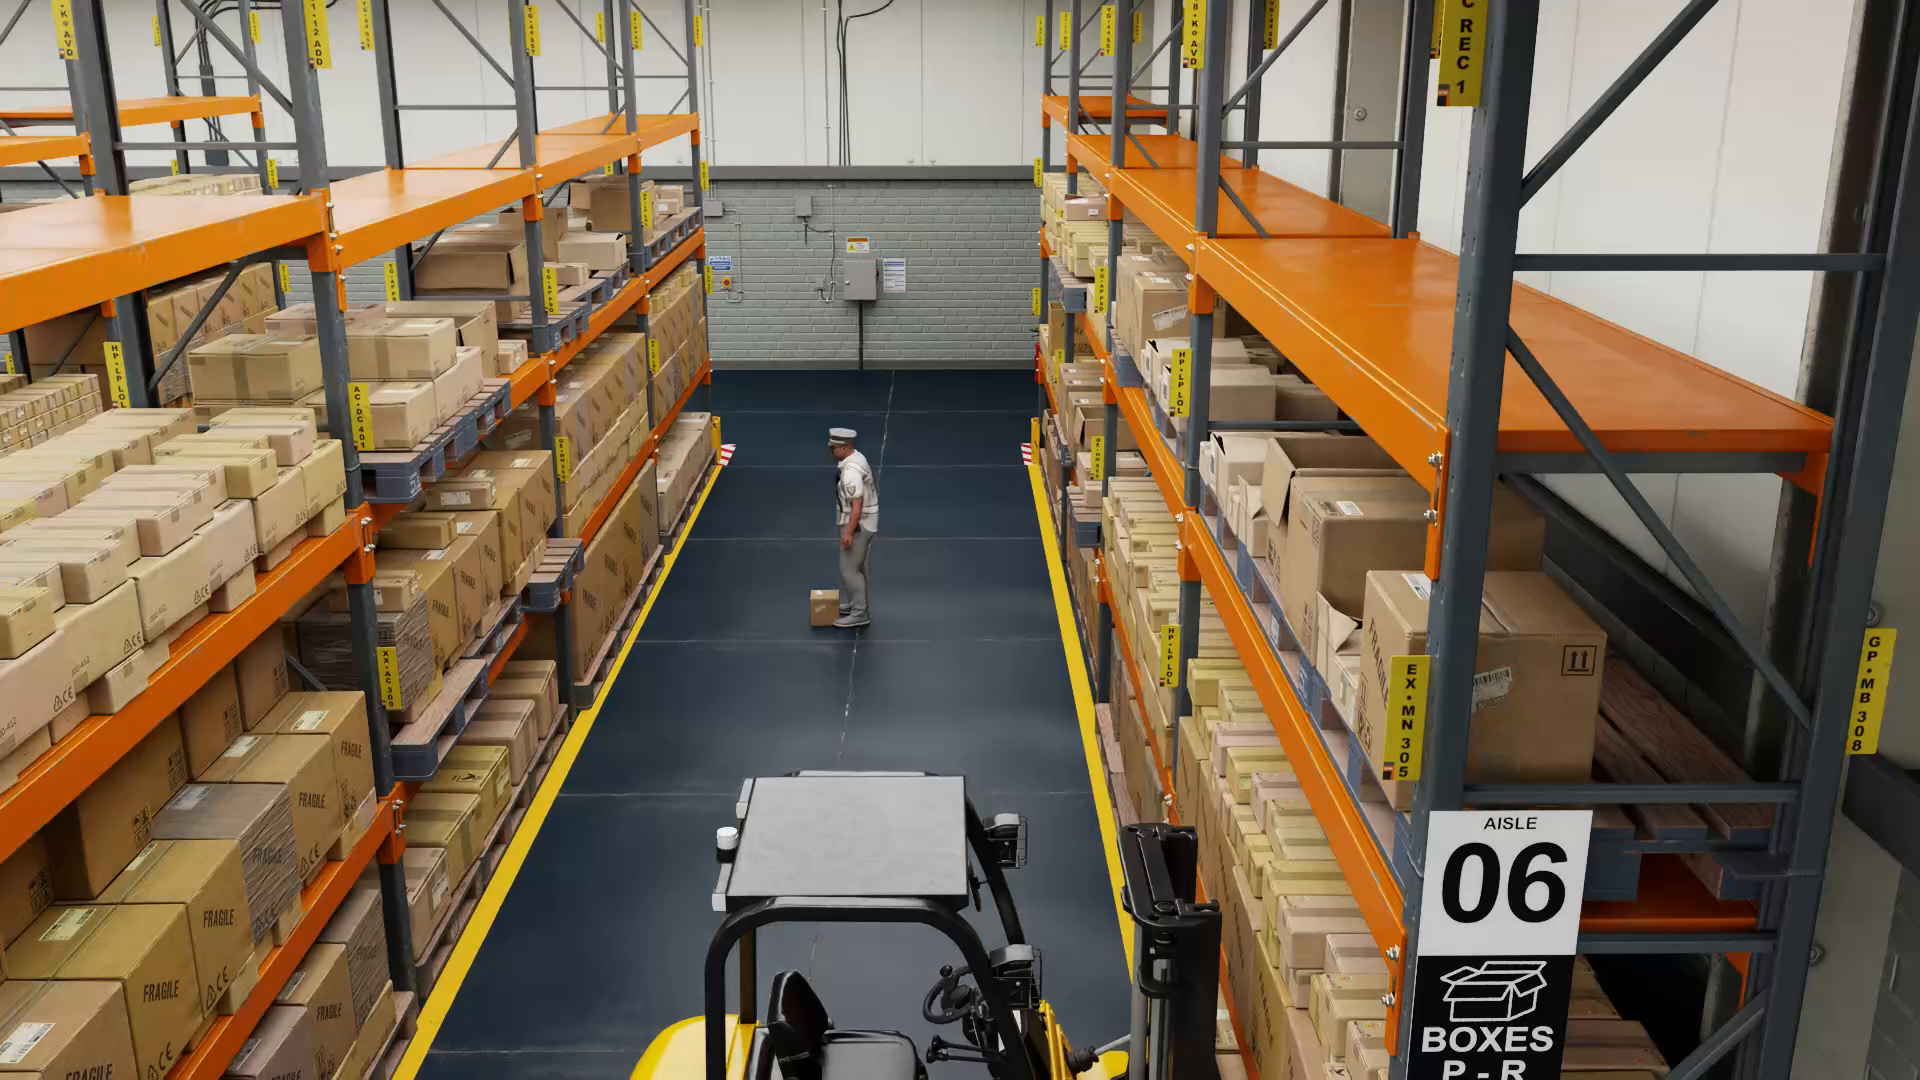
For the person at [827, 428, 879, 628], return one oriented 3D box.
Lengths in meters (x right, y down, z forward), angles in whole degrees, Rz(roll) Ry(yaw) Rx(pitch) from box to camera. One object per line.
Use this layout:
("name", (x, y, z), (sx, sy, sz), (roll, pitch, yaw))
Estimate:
("person", (-0.922, -0.123, 14.512), (0.435, 1.748, 0.593), (-1, 17, -2))
